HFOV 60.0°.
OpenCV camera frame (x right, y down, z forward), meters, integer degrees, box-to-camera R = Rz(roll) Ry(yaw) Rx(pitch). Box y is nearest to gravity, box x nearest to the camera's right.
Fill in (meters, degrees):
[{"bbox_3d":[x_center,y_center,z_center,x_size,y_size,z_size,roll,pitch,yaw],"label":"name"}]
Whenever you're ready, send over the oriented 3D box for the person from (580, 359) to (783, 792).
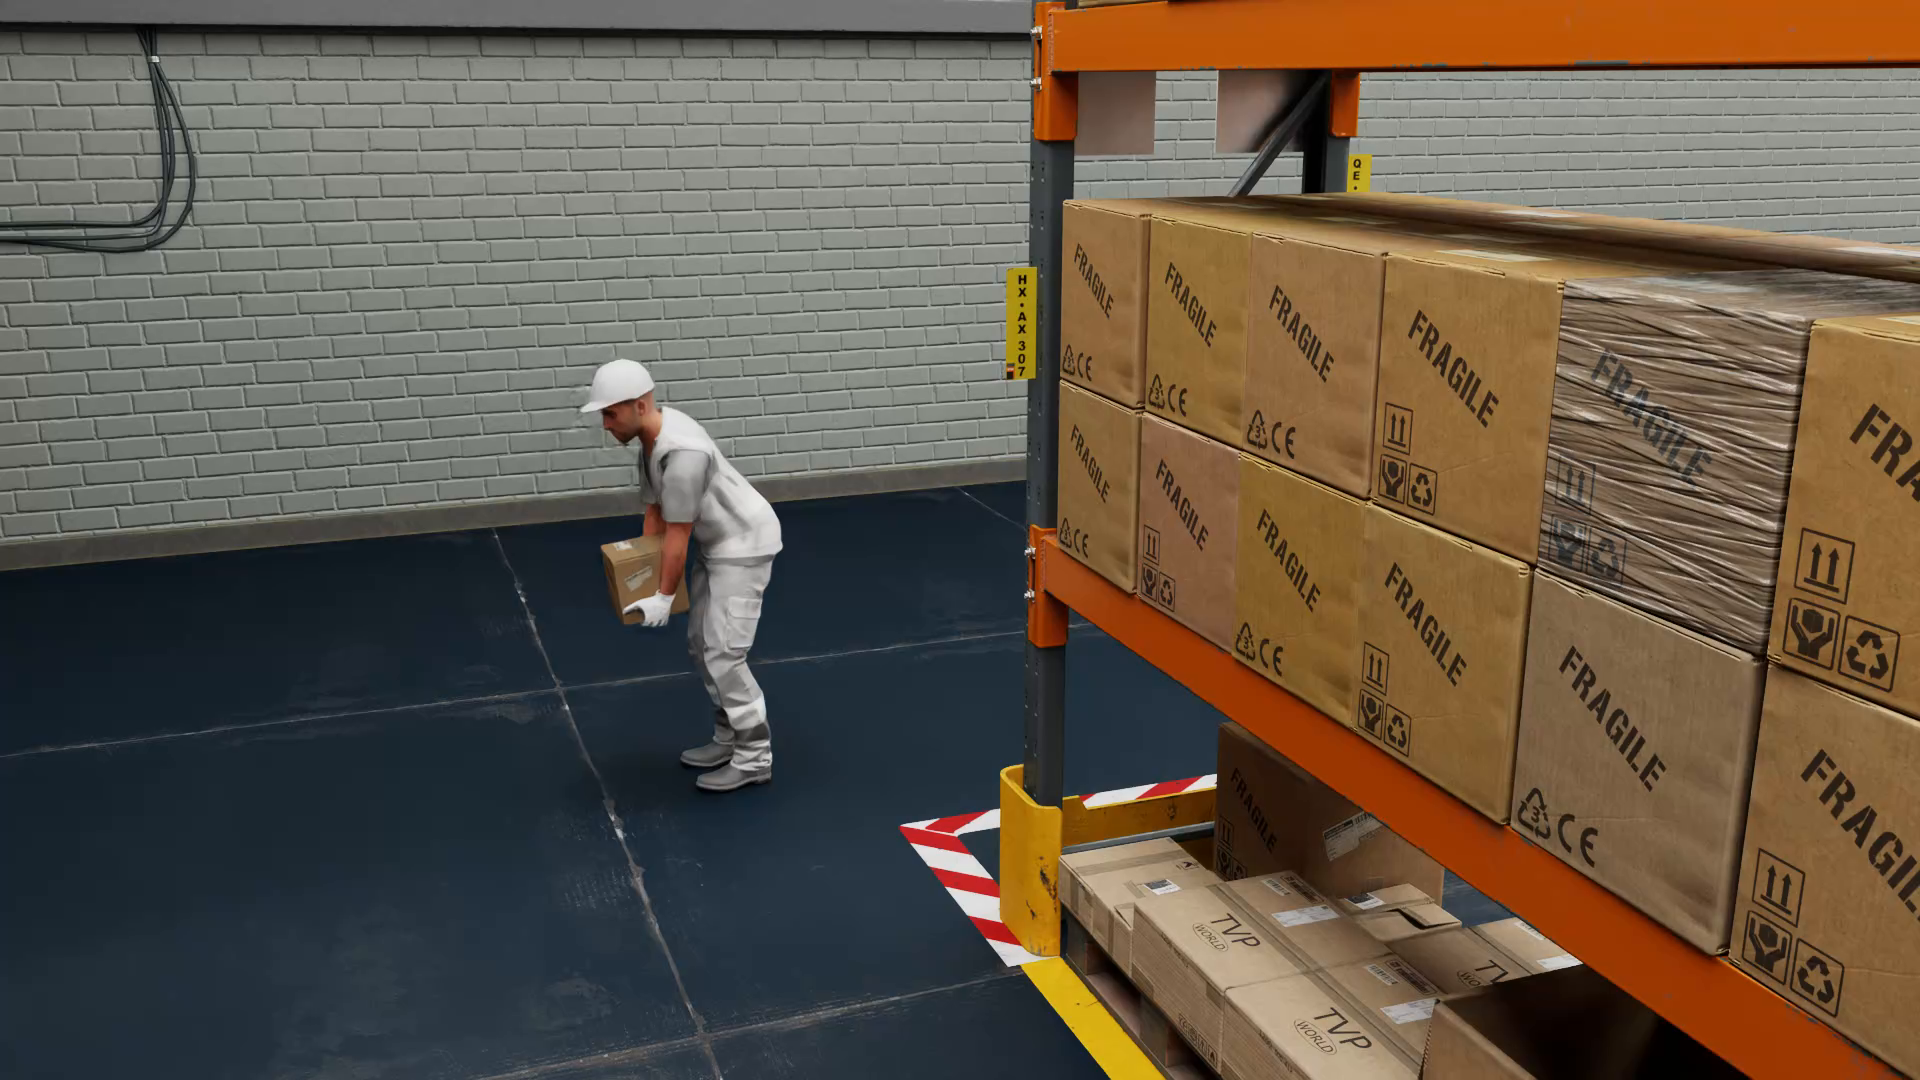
[{"bbox_3d":[-1.030,0.131,6.254,0.712,1.655,0.483,-6,17,-21],"label":"person"}]
